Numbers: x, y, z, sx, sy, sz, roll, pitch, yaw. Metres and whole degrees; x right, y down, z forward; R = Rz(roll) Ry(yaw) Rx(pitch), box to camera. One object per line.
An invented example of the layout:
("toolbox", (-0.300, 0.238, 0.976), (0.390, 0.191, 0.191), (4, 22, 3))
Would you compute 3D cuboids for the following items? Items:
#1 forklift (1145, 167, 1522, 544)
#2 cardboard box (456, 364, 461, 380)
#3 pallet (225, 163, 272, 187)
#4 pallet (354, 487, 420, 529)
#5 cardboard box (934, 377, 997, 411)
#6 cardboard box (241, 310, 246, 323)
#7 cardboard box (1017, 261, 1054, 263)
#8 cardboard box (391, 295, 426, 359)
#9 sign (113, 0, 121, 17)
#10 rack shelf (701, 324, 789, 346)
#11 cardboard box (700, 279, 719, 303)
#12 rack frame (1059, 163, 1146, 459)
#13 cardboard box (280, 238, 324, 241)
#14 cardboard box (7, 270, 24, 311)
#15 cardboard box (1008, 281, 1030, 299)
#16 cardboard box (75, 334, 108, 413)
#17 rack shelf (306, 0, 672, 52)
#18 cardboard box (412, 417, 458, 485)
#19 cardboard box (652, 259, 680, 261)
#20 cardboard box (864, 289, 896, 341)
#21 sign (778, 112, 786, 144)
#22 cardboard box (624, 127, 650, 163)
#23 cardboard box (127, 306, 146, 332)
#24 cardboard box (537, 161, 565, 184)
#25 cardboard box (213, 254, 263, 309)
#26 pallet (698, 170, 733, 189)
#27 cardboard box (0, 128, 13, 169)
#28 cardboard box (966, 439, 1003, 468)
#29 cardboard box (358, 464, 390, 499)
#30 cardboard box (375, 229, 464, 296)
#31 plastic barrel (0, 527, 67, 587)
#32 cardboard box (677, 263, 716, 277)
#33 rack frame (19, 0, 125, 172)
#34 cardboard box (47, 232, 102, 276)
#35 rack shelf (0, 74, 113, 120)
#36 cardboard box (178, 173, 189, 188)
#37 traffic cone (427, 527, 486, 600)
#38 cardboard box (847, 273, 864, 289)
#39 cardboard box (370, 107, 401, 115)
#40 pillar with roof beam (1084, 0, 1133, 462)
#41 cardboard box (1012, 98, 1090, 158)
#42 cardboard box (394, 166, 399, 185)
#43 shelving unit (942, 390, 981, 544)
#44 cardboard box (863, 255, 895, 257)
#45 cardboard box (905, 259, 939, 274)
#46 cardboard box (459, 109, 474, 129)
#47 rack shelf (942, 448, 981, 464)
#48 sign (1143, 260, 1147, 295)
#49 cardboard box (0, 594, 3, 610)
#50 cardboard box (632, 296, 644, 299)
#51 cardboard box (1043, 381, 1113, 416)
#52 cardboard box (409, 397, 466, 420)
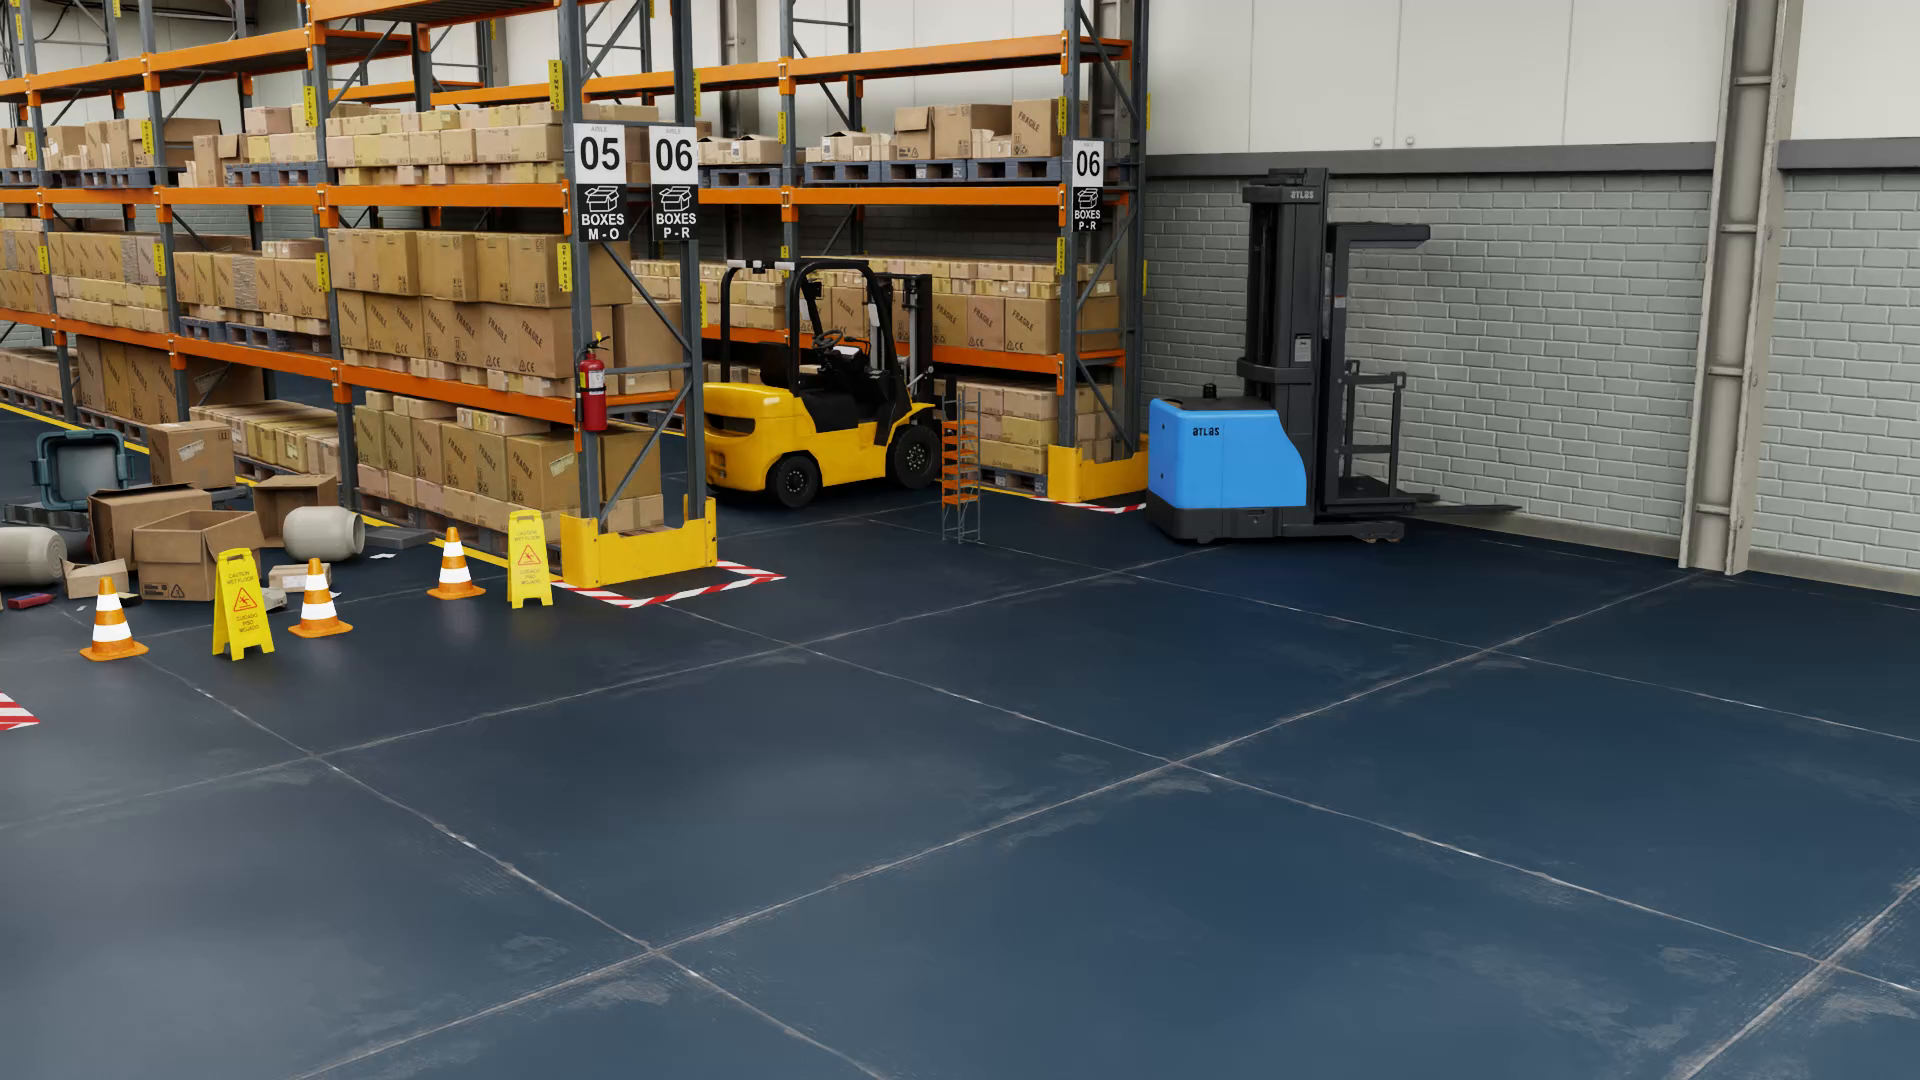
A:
("forklift", (3.122, -1.516, 13.508), (3.031, 2.935, 1.130), (-2, 12, -8))
("cardboard box", (-3.742, -1.344, 13.124), (0.380, 0.149, 0.250), (-11, 16, -43))
("pallet", (-6.118, -3.433, 15.675), (1.213, 0.211, 1.003), (-11, 16, -43))
("pallet", (-4.561, -0.341, 14.546), (1.003, 0.211, 1.213), (-11, 16, -43))
("cardboard box", (0.044, -1.427, 16.201), (0.500, 0.250, 0.500), (-11, 16, -42))
("cardboard box", (-6.775, -2.198, 16.228), (0.380, 0.149, 0.250), (-10, 15, -40))
("cardboard box", (0.713, -2.618, 16.091), (0.380, 0.149, 0.250), (-11, 16, -42))
("cardboard box", (-4.247, -1.747, 13.472), (0.500, 0.500, 0.500), (-11, 16, -43))
("sign", (-10.190, -6.480, 20.051), (0.100, 0.325, 0.005), (-11, 16, -43))
("rack shelf", (-2.844, -2.432, 19.566), (1.077, 0.370, 4.000), (-11, 16, -43))
("cardboard box", (-2.696, -2.850, 18.941), (0.500, 0.250, 0.500), (-10, 16, -41))
("rack frame", (1.300, -1.909, 15.243), (1.000, 3.000, 0.127), (-11, 16, -43))
("cardboard box", (-6.478, -2.903, 16.434), (0.250, 0.149, 0.380), (11, 16, 42))
("cardboard box", (-11.797, -3.195, 21.236), (0.500, 0.500, 0.500), (-11, 16, -43))
("cardboard box", (0.660, -2.320, 15.384), (0.380, 0.149, 0.250), (-11, 16, -42))
("cardboard box", (-10.089, -2.054, 20.170), (0.875, 0.875, 0.875), (-10, 15, -41))
("rack shelf", (-3.669, -4.093, 12.767), (1.077, 0.370, 4.000), (-11, 16, -43))
("cardboard box", (-4.103, -0.750, 13.535), (0.500, 0.500, 0.500), (-10, 15, -40))
("cardboard box", (-3.592, -3.401, 20.631), (0.380, 0.149, 0.250), (-10, 16, -41))
("cardboard box", (-0.623, -2.293, 16.860), (0.500, 0.500, 0.500), (-11, 16, -43))
("sign", (-1.848, -4.292, 17.316), (0.100, 0.325, 0.005), (-11, 16, -43))
("cardboard box", (-2.442, -2.868, 12.102), (0.500, 0.250, 0.500), (-11, 16, -44))
("cardboard box", (-8.713, -2.421, 18.099), (0.500, 0.250, 0.500), (-11, 16, -42))
("cardboard box", (-2.736, -2.576, 11.669), (0.380, 0.149, 0.250), (-11, 16, -42))
("cardboard box", (-6.932, -2.535, 16.256), (0.500, 0.500, 0.500), (-11, 16, -42))
("pallet", (-2.917, -4.204, 19.416), (1.003, 0.211, 1.213), (-10, 15, -40))
("cardboard box", (-12.053, -5.009, 21.322), (0.500, 0.500, 0.500), (-11, 16, -42))
("cardboard box", (0.410, -0.866, 15.956), (0.500, 0.250, 0.500), (-11, 16, -43))
("cardboard box", (-4.838, -0.536, 14.351), (0.500, 0.250, 0.500), (11, 16, 43))
("cardboard box", (-4.239, -2.236, 13.366), (0.700, 0.500, 0.500), (-11, 16, -44))
("plastic barrel", (-6.667, 0.118, 11.791), (0.512, 0.421, 0.421), (-1, 12, -4))
("cardboard box", (-3.069, -3.144, 19.383), (0.380, 0.149, 0.250), (-11, 16, -43))
("rack frame", (-10.575, -5.906, 19.778), (1.000, 3.000, 0.127), (-11, 16, -43))
("cardboard box", (-10.479, -3.402, 19.766), (0.500, 0.500, 0.500), (-11, 16, -42))
("rack shelf", (-11.956, -5.650, 21.308), (1.077, 0.370, 4.000), (-11, 16, -43))
("cardboard box", (-7.718, -3.661, 16.934), (0.380, 0.149, 0.250), (-11, 16, -43))
("traffic cone", (-3.518, 0.143, 11.571), (0.336, 0.463, 0.334), (-11, 16, -43))
("cardboard box", (-0.936, -2.658, 17.024), (0.380, 0.149, 0.250), (-10, 16, -41))
("cardboard box", (-5.515, -3.859, 15.367), (0.500, 0.250, 0.500), (-11, 16, -44))
("pillar with roof beam", (-1.643, -4.474, 12.828), (9.100, 9.000, 0.400), (-11, 16, -43))
("cardboard box", (0.818, -3.712, 15.026), (0.500, 0.500, 0.500), (-10, 15, -41))
("cardboard box", (-4.300, -2.917, 13.327), (0.250, 0.149, 0.380), (11, 16, 43))
("shelving unit", (0.010, -0.586, 13.280), (0.258, 1.200, 0.189), (-11, 16, -43))
("cardboard box", (-0.880, -2.958, 17.743), (0.250, 0.149, 0.380), (11, 16, 44))
("cardboard box", (-0.325, -2.706, 16.521), (0.380, 0.149, 0.250), (-11, 16, -42))
("cardboard box", (-3.538, -3.162, 12.538), (0.250, 0.149, 0.380), (11, 16, 44))
("rack shelf", (0.010, -0.660, 13.265), (0.258, 0.103, 0.180), (-11, 16, -43))
("sign", (1.705, -2.448, 15.519), (0.100, 0.325, 0.005), (-11, 16, -43))
("cardboard box", (-6.746, 0.211, 11.143), (0.500, 0.500, 0.500), (-8, 14, -33))
("cardboard box", (-3.751, -2.830, 20.086), (0.500, 0.250, 0.500), (-11, 16, -44))
("cardboard box", (1.105, -1.354, 15.845), (0.500, 0.250, 0.500), (-11, 16, -43))
("cardboard box", (-4.251, -1.080, 13.529), (0.380, 0.149, 0.250), (-10, 15, -39))
